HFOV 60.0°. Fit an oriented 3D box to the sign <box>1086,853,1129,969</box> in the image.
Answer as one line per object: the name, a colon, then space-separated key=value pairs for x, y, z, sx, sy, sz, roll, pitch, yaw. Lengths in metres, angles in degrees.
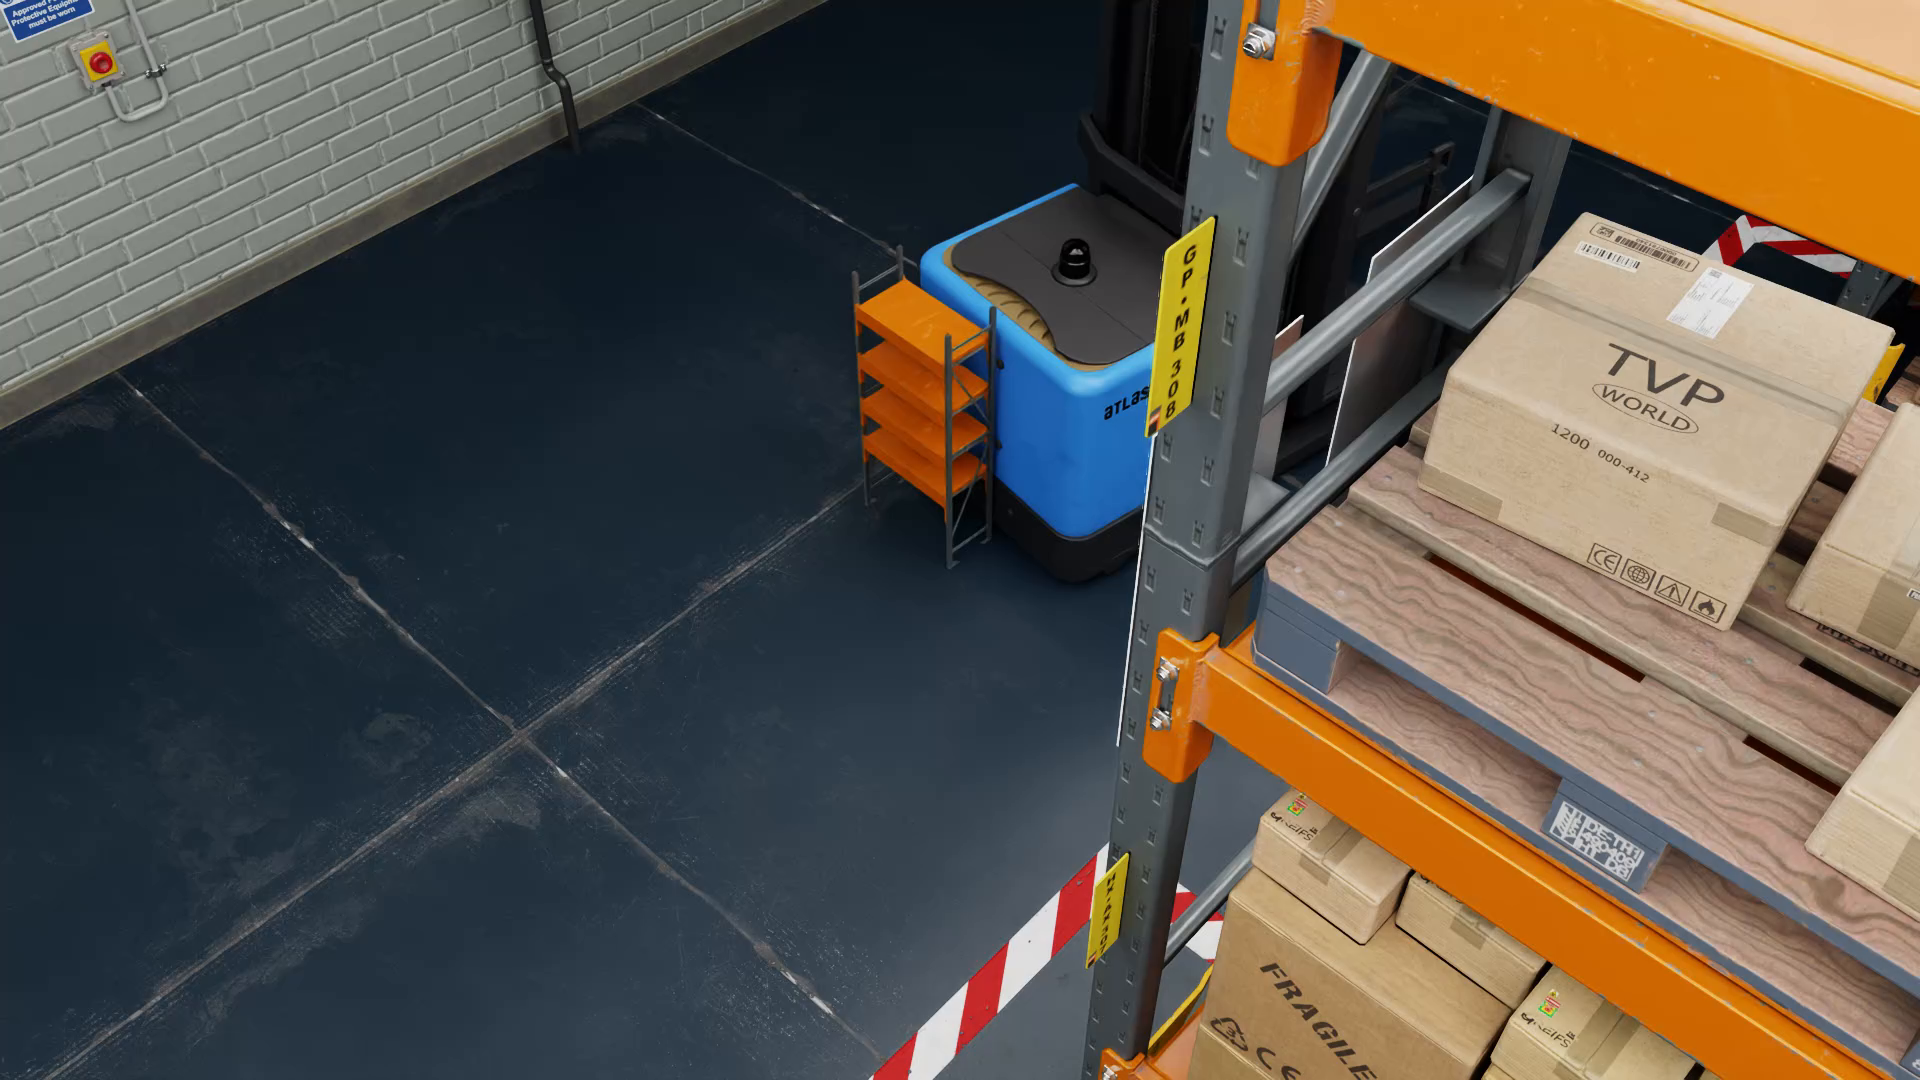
sign: x=0.295 y=0.749 z=3.341 sx=0.005 sy=0.325 sz=0.100 roll=34 pitch=55 yaw=28

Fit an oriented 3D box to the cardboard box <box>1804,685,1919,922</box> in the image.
cardboard box: x=1.319 y=0.320 z=2.150 sx=0.250 sy=0.149 sz=0.380 roll=36 pitch=56 yaw=29

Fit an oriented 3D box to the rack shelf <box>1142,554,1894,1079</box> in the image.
rack shelf: x=2.146 y=0.986 z=2.202 sx=4.000 sy=0.370 sz=1.077 roll=34 pitch=55 yaw=28

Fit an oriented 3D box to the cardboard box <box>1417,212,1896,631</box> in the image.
cardboard box: x=1.068 y=-0.201 z=2.570 sx=0.500 sy=0.250 sz=0.500 roll=29 pitch=53 yaw=25

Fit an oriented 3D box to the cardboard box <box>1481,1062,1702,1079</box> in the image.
cardboard box: x=1.220 y=1.043 z=2.959 sx=0.500 sy=0.500 sz=0.500 roll=32 pitch=55 yaw=27

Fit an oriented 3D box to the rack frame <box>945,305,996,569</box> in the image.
rack frame: x=0.037 y=-0.357 z=6.262 sx=0.240 sy=1.200 sz=0.015 roll=-35 pitch=56 yaw=-28

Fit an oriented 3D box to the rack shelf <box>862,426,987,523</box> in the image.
rack shelf: x=-0.132 y=-0.303 z=6.576 sx=0.258 sy=0.148 sz=0.480 roll=-35 pitch=56 yaw=-28

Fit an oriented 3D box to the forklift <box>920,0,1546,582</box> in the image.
forklift: x=1.313 y=-1.728 z=6.362 sx=3.031 sy=2.935 sz=1.130 roll=-29 pitch=53 yaw=-24

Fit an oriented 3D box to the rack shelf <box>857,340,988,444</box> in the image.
rack shelf: x=-0.132 y=-0.592 z=6.268 sx=0.258 sy=0.148 sz=0.480 roll=-35 pitch=56 yaw=-28

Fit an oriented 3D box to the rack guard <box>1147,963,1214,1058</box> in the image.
rack guard: x=0.658 y=1.622 z=4.884 sx=0.348 sy=0.500 sz=1.175 roll=34 pitch=55 yaw=28

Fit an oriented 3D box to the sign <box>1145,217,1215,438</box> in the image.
sign: x=0.295 y=-0.281 z=2.245 sx=0.005 sy=0.325 sz=0.100 roll=34 pitch=55 yaw=28

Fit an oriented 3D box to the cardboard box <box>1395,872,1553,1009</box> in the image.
cardboard box: x=0.990 y=0.595 z=2.935 sx=0.250 sy=0.149 sz=0.380 roll=35 pitch=56 yaw=28

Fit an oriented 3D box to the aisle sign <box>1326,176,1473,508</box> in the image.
aisle sign: x=0.833 y=-0.314 z=3.204 sx=0.004 sy=0.787 sz=0.394 roll=34 pitch=55 yaw=28

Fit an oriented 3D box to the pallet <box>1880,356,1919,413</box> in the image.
pallet: x=4.682 y=-0.497 z=7.072 sx=1.213 sy=0.211 sz=1.003 roll=34 pitch=55 yaw=28

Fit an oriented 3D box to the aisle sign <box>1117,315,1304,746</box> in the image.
aisle sign: x=0.426 y=0.008 z=2.902 sx=0.004 sy=0.787 sz=0.394 roll=34 pitch=55 yaw=28

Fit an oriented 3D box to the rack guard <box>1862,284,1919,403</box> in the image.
rack guard: x=4.095 y=-0.990 z=7.336 sx=0.348 sy=0.500 sz=1.175 roll=34 pitch=55 yaw=28

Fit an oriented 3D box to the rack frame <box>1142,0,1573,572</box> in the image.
rack frame: x=0.676 y=-1.276 z=1.775 sx=0.127 sy=3.000 sz=1.000 roll=34 pitch=55 yaw=28

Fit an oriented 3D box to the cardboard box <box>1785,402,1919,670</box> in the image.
cardboard box: x=1.430 y=-0.002 z=2.452 sx=0.250 sy=0.149 sz=0.380 roll=30 pitch=54 yaw=25

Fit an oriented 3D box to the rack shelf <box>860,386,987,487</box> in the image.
rack shelf: x=-0.132 y=-0.439 z=6.431 sx=0.258 sy=0.148 sz=0.480 roll=-35 pitch=56 yaw=-28

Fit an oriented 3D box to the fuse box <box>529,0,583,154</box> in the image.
fuse box: x=-1.952 y=-2.610 z=8.027 sx=0.414 sy=1.711 sz=0.539 roll=34 pitch=55 yaw=28

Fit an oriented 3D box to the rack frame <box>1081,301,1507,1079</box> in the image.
rack frame: x=0.676 y=0.778 z=3.962 sx=0.127 sy=3.000 sz=1.000 roll=34 pitch=55 yaw=28

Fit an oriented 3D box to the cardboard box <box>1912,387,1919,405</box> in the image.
cardboard box: x=4.425 y=-0.819 z=6.886 sx=0.637 sy=0.503 sz=0.797 roll=32 pitch=54 yaw=26

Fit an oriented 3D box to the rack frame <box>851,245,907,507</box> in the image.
rack frame: x=-0.302 y=-0.613 z=6.502 sx=0.240 sy=1.200 sz=0.015 roll=-35 pitch=56 yaw=-28

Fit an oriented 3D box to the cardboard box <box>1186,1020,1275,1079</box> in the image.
cardboard box: x=0.834 y=1.135 z=3.558 sx=0.500 sy=0.500 sz=0.500 roll=34 pitch=55 yaw=27

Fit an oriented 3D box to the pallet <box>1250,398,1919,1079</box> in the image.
pallet: x=1.228 y=0.143 z=2.562 sx=1.213 sy=0.211 sz=1.003 roll=34 pitch=55 yaw=28

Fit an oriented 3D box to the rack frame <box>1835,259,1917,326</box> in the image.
rack frame: x=4.040 y=-1.883 z=6.460 sx=0.127 sy=3.000 sz=1.000 roll=34 pitch=55 yaw=28

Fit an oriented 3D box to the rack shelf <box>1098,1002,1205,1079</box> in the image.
rack shelf: x=2.146 y=2.013 z=3.296 sx=4.000 sy=0.370 sz=1.077 roll=34 pitch=55 yaw=28

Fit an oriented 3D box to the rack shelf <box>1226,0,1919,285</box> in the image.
rack shelf: x=2.146 y=0.097 z=1.255 sx=4.000 sy=0.370 sz=1.077 roll=34 pitch=55 yaw=28

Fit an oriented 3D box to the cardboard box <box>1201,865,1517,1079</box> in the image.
cardboard box: x=0.835 y=0.791 z=3.195 sx=0.500 sy=0.500 sz=0.500 roll=33 pitch=55 yaw=27

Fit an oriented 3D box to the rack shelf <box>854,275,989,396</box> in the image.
rack shelf: x=-0.132 y=-0.754 z=6.095 sx=0.258 sy=0.148 sz=0.480 roll=-35 pitch=56 yaw=-28

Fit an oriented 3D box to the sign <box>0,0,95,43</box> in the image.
sign: x=-3.561 y=-2.094 z=6.474 sx=0.001 sy=0.218 sz=0.327 roll=34 pitch=55 yaw=28

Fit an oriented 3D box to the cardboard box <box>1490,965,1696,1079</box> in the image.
cardboard box: x=1.103 y=0.785 z=2.756 sx=0.250 sy=0.149 sz=0.380 roll=36 pitch=56 yaw=29

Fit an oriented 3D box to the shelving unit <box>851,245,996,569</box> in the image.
shelving unit: x=-0.132 y=-0.485 z=6.382 sx=0.258 sy=1.200 sz=0.503 roll=-35 pitch=56 yaw=-28

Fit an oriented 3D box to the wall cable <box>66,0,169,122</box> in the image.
wall cable: x=-3.484 y=-2.356 z=6.186 sx=0.123 sy=1.953 sz=0.585 roll=34 pitch=55 yaw=28

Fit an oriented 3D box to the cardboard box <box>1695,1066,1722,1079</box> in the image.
cardboard box: x=1.309 y=0.905 z=2.643 sx=0.250 sy=0.149 sz=0.380 roll=32 pitch=55 yaw=27

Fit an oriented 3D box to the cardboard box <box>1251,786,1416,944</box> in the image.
cardboard box: x=0.749 y=0.503 z=3.020 sx=0.250 sy=0.149 sz=0.380 roll=35 pitch=56 yaw=28
